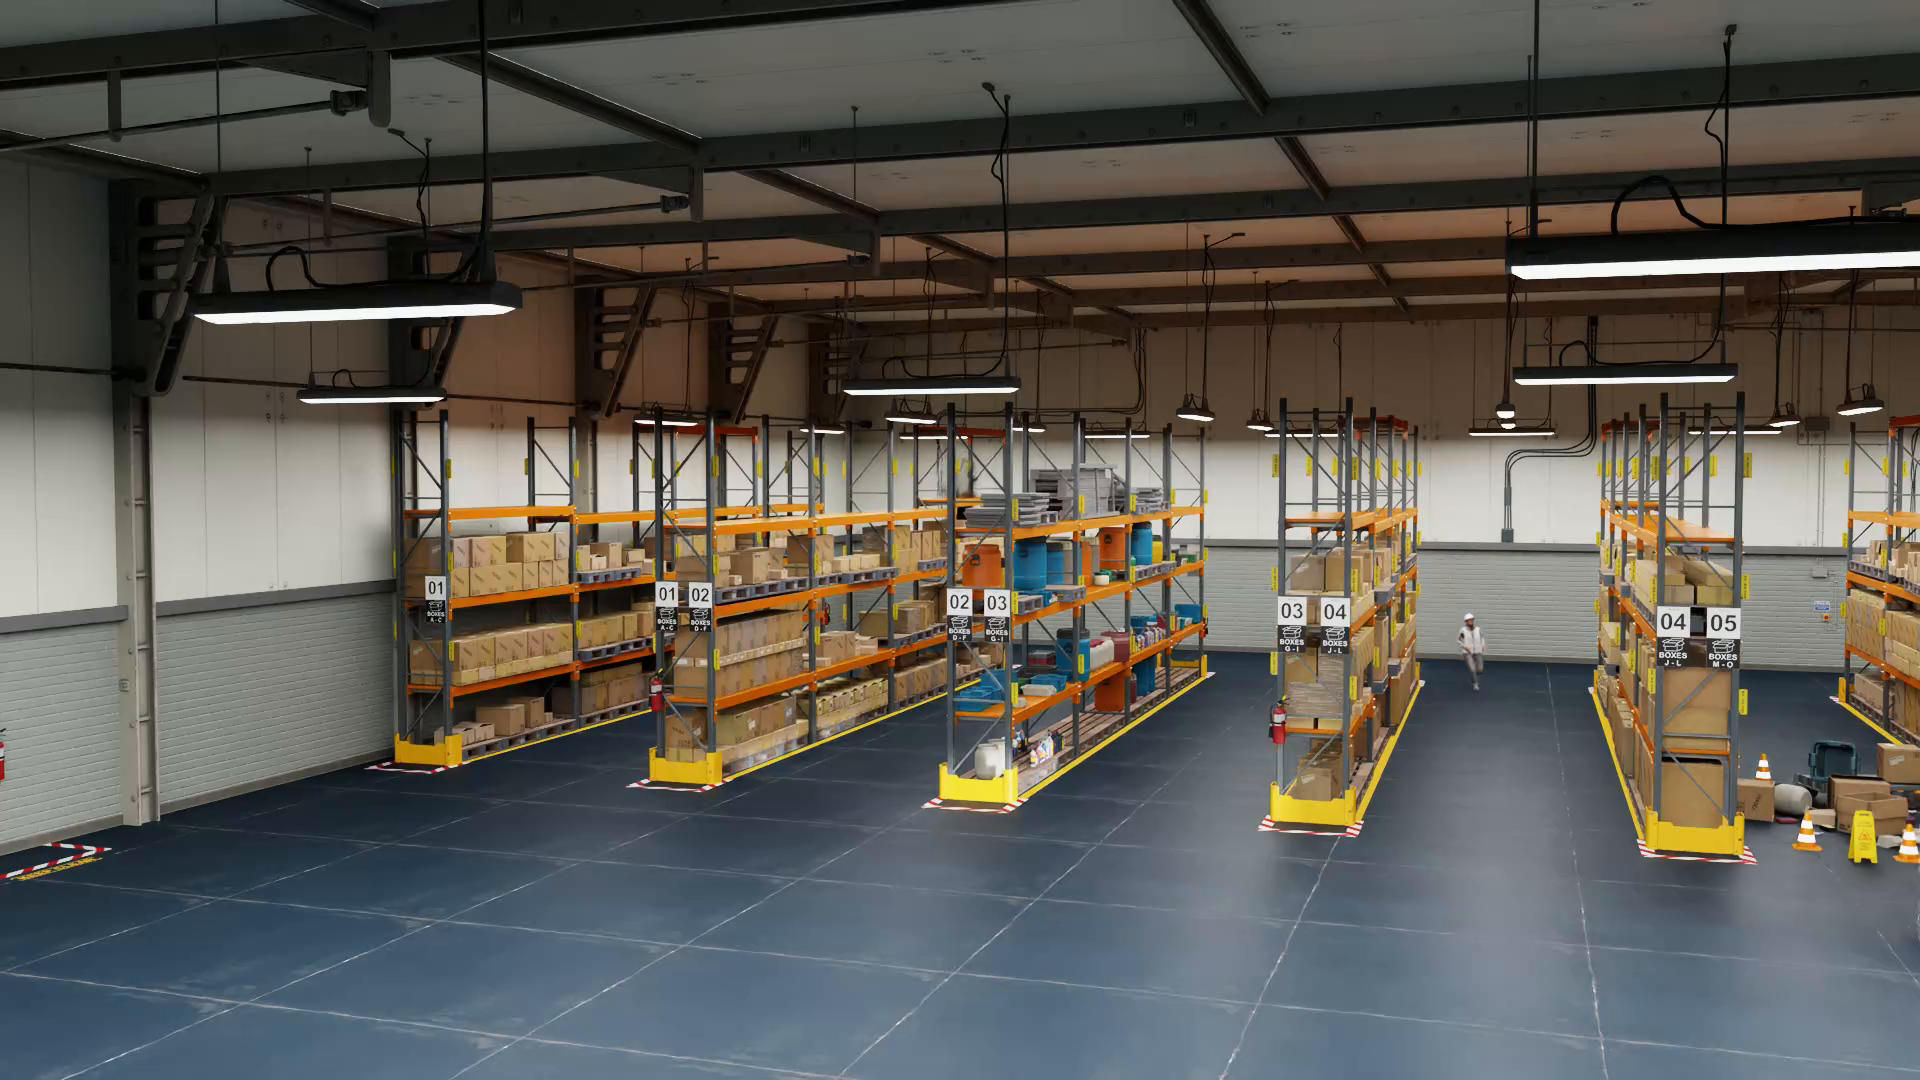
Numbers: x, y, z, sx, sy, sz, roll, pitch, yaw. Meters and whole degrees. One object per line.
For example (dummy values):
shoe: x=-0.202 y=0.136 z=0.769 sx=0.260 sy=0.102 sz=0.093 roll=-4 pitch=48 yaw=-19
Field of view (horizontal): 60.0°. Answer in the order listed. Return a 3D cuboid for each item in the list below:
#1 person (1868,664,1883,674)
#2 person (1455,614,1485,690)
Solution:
person: x=20.267 y=2.607 z=36.692 sx=0.783 sy=1.613 sz=0.826 roll=2 pitch=3 yaw=37
person: x=11.565 y=2.531 z=37.687 sx=0.668 sy=1.710 sz=0.552 roll=0 pitch=2 yaw=-3
